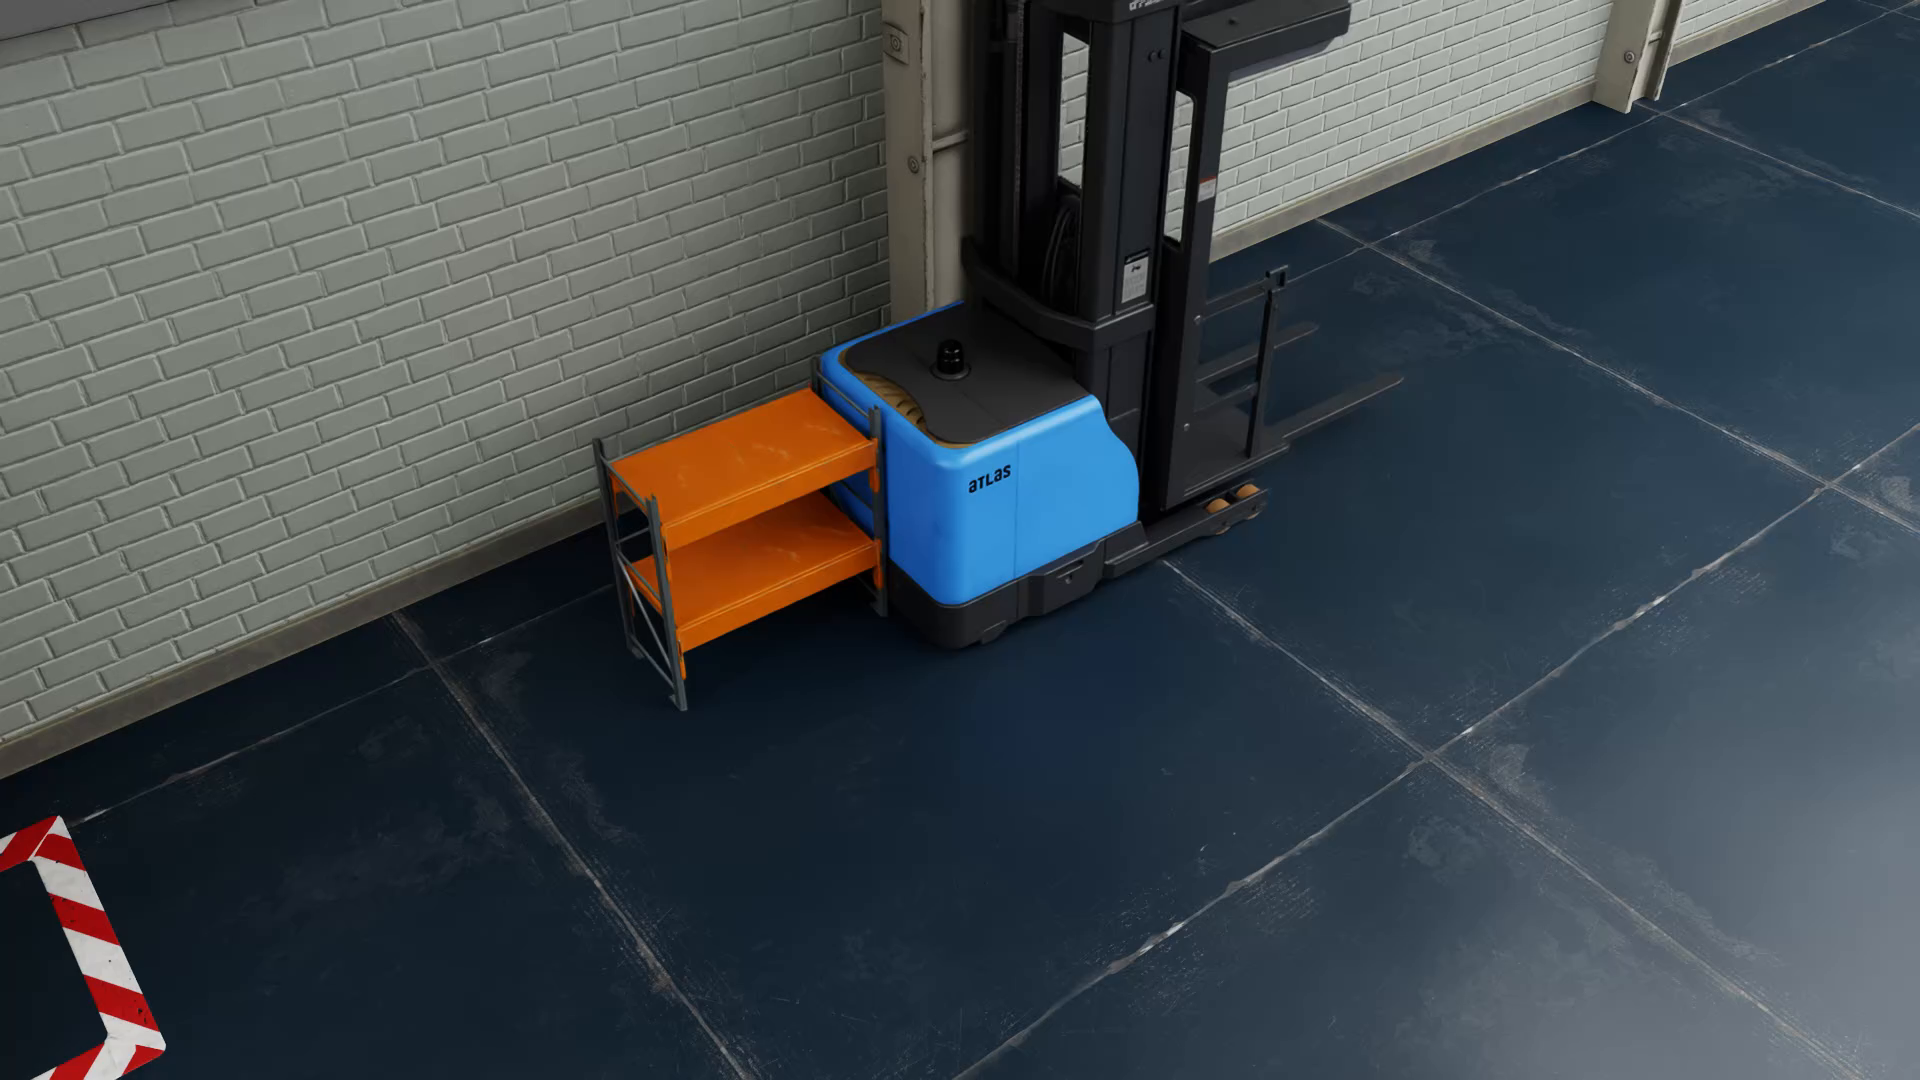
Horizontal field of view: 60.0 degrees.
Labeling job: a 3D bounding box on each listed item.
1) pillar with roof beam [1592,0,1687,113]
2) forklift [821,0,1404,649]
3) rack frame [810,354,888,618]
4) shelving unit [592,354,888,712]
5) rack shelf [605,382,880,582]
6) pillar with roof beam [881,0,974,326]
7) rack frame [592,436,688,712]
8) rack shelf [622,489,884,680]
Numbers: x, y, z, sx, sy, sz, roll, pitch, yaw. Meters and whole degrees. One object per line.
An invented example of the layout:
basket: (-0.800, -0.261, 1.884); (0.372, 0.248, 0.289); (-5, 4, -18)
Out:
pillar with roof beam: (7.274, -4.409, 6.163); (0.400, 9.000, 9.100); (-26, 46, -28)
forklift: (0.866, -1.410, 7.291); (3.031, 2.935, 1.130); (-25, 45, -27)
rack frame: (-0.480, -0.221, 7.265); (0.032, 1.125, 0.500); (-25, 45, -27)
shelving unit: (-0.893, -0.032, 7.036); (1.048, 1.125, 0.538); (-25, 45, -27)
rack shelf: (-0.893, -0.258, 6.850); (1.000, 0.278, 0.538); (-25, 45, -27)
pillar with roof beam: (2.517, -2.090, 3.336); (0.400, 9.000, 9.100); (-26, 46, -28)
rack frame: (-1.306, 0.156, 6.806); (0.032, 1.125, 0.500); (-25, 45, -27)
rack shelf: (-0.893, 0.157, 7.191); (1.000, 0.278, 0.538); (-25, 45, -27)
